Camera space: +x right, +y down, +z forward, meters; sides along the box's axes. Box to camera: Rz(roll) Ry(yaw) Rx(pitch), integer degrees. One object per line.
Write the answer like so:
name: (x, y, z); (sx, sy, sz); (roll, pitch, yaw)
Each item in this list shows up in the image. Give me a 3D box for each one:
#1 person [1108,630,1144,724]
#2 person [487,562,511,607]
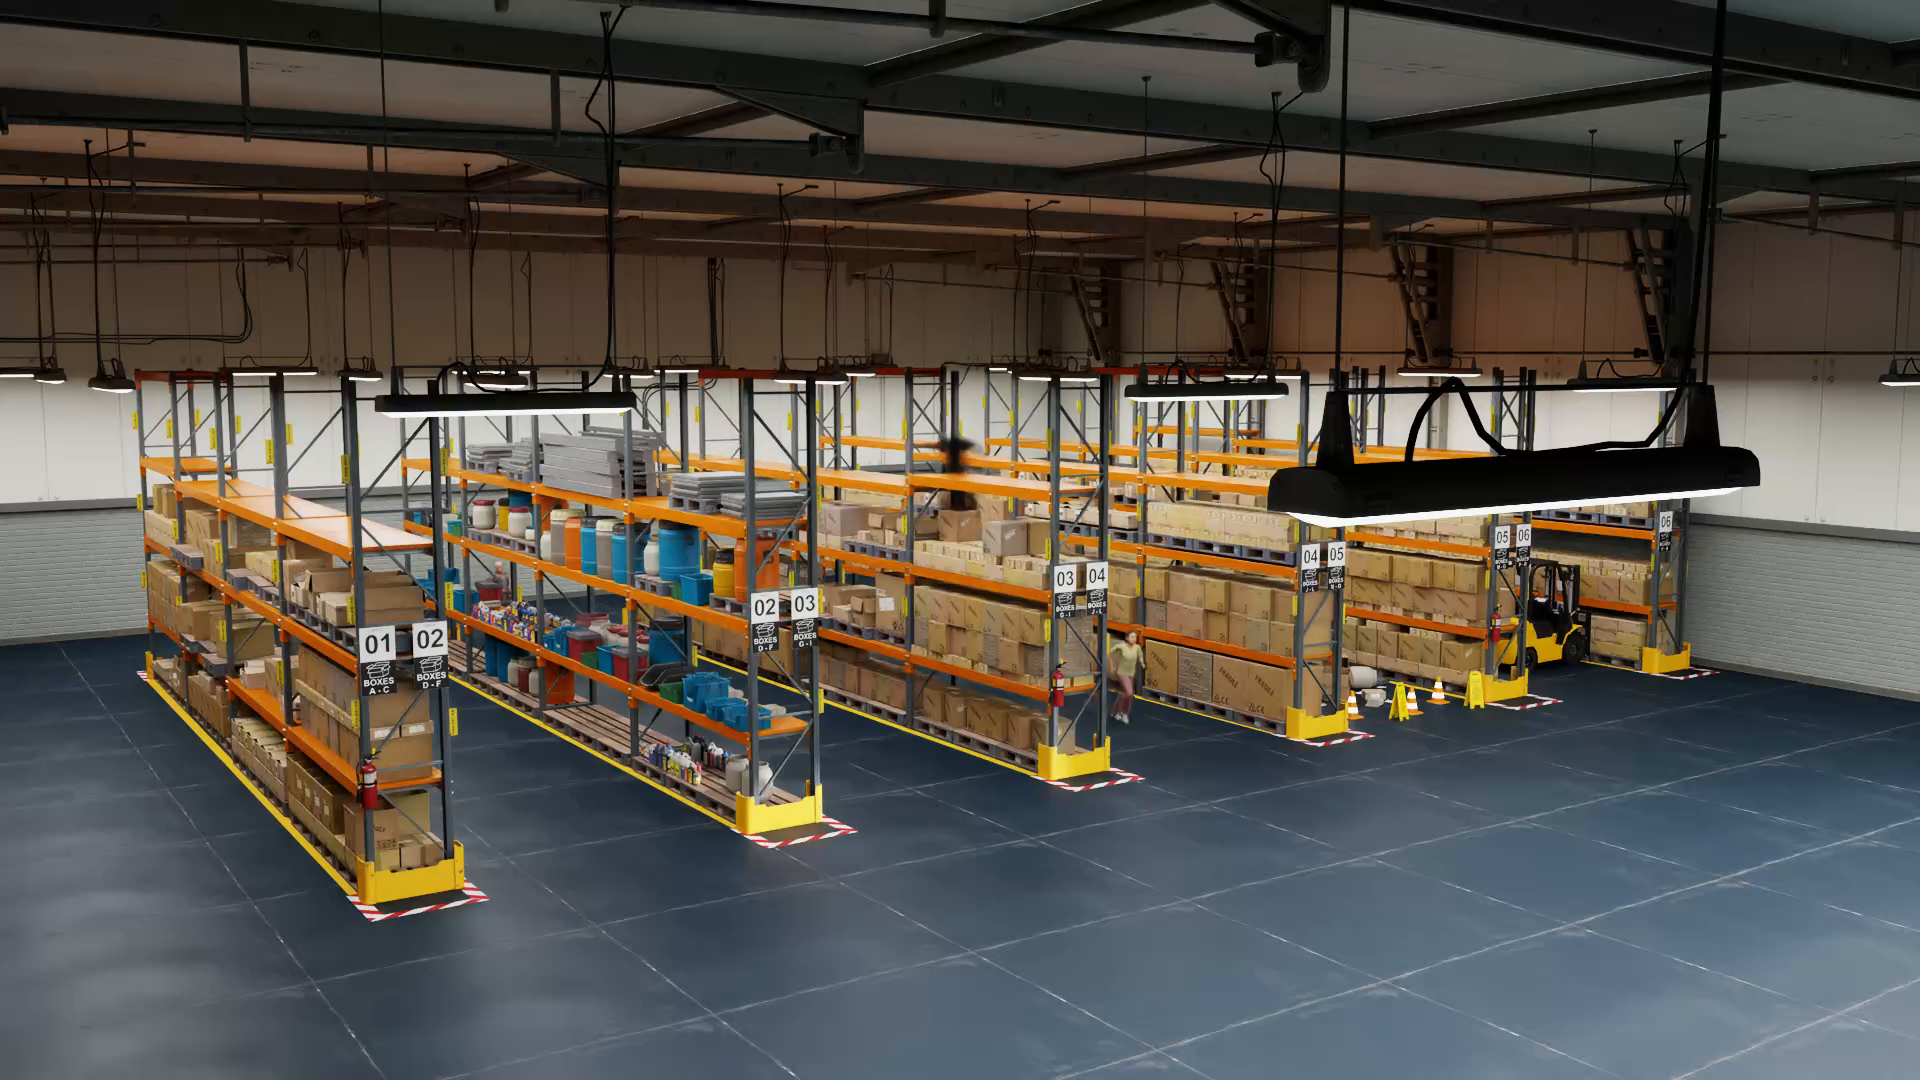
person: (2.863, 2.325, 28.516); (0.584, 1.632, 0.768); (-4, 7, -30)
person: (-10.008, 1.366, 36.112); (0.822, 1.821, 0.702); (5, 8, 39)
